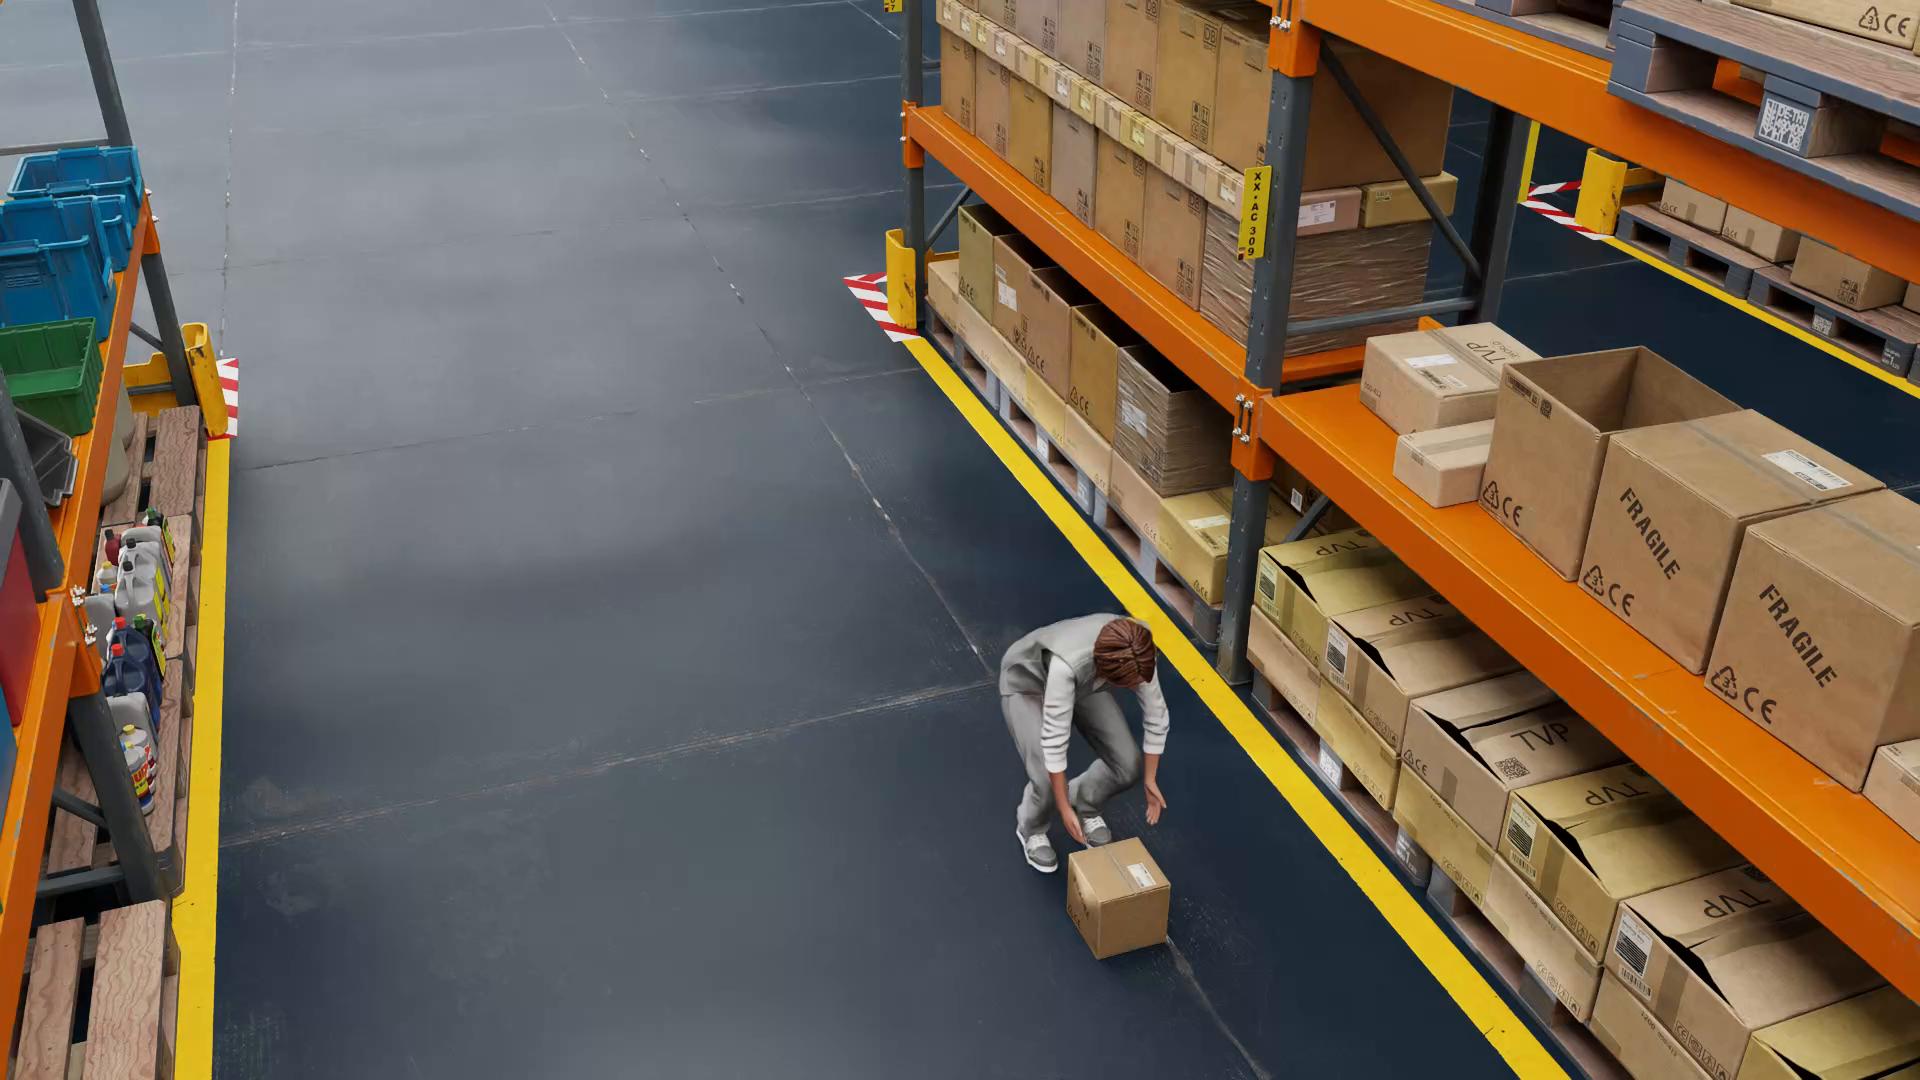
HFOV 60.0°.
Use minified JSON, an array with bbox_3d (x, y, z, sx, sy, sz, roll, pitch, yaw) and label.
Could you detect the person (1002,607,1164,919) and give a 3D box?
[{"bbox_3d":[0.423,0.746,5.541,0.415,0.911,0.858,-12,32,-20],"label":"person"}]
